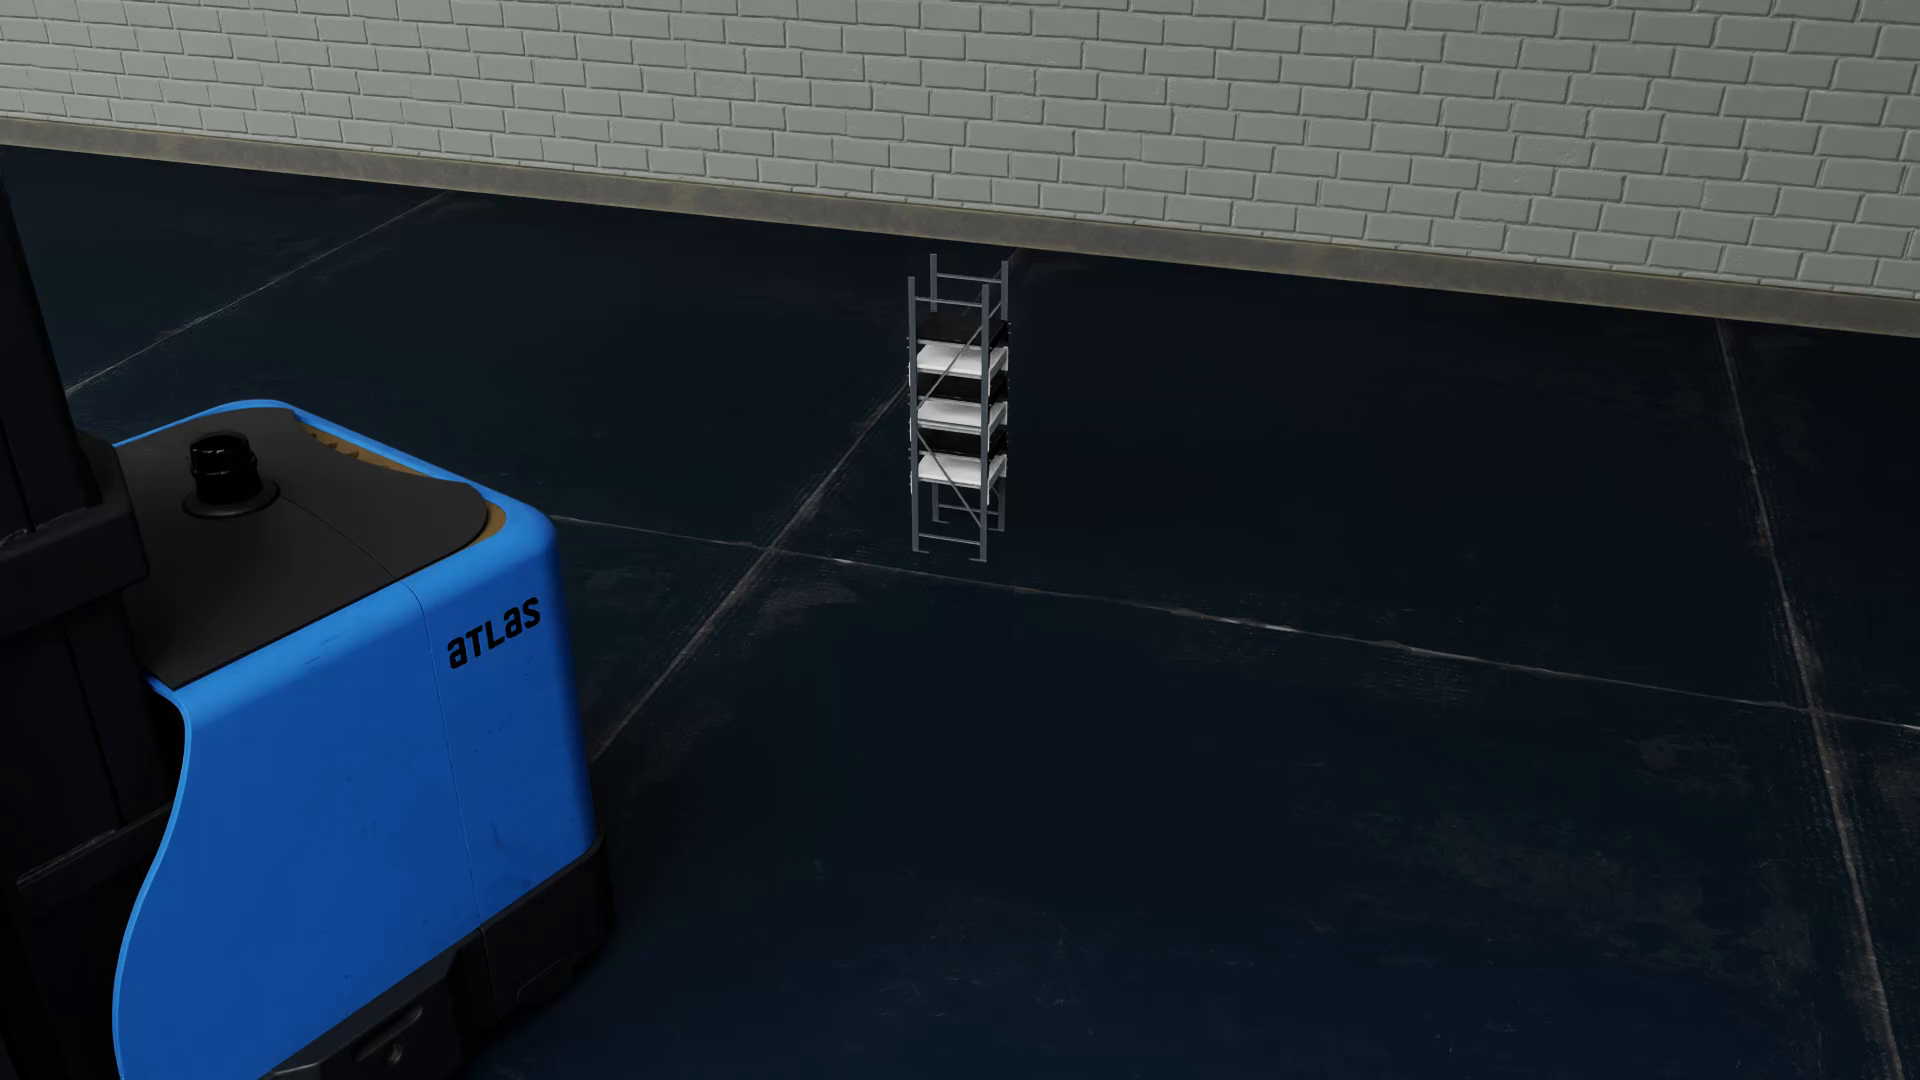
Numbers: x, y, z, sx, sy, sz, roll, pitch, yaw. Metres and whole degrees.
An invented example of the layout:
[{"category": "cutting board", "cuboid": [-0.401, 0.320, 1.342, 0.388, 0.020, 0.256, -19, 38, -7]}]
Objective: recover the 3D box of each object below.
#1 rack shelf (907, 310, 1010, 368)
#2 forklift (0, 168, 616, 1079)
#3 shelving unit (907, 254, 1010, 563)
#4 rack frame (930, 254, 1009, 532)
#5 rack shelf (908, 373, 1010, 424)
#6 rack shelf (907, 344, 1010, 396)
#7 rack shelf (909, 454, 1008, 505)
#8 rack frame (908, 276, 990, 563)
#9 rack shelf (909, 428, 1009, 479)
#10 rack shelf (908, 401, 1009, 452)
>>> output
[{"category": "rack shelf", "cuboid": [-0.002, -0.596, 4.909, 0.258, 0.077, 0.200, 8, 30, 15]}, {"category": "forklift", "cuboid": [-2.031, 0.043, 2.158, 1.130, 2.935, 3.031, 20, 35, 31]}, {"category": "shelving unit", "cuboid": [-0.002, -0.389, 5.024, 0.258, 0.900, 0.210, 8, 30, 15]}, {"category": "rack frame", "cuboid": [0.027, -0.437, 5.109, 0.240, 0.900, 0.006, 8, 30, 15]}, {"category": "rack shelf", "cuboid": [-0.002, -0.439, 4.997, 0.258, 0.077, 0.200, 8, 30, 15]}, {"category": "rack shelf", "cuboid": [-0.002, -0.518, 4.953, 0.258, 0.077, 0.200, 8, 30, 15]}, {"category": "rack shelf", "cuboid": [-0.002, -0.203, 5.128, 0.258, 0.077, 0.200, 8, 30, 15]}, {"category": "rack frame", "cuboid": [-0.032, -0.342, 4.940, 0.240, 0.900, 0.006, 8, 30, 15]}, {"category": "rack shelf", "cuboid": [-0.002, -0.282, 5.084, 0.258, 0.077, 0.200, 8, 30, 15]}, {"category": "rack shelf", "cuboid": [-0.002, -0.360, 5.041, 0.258, 0.077, 0.200, 8, 30, 15]}]
